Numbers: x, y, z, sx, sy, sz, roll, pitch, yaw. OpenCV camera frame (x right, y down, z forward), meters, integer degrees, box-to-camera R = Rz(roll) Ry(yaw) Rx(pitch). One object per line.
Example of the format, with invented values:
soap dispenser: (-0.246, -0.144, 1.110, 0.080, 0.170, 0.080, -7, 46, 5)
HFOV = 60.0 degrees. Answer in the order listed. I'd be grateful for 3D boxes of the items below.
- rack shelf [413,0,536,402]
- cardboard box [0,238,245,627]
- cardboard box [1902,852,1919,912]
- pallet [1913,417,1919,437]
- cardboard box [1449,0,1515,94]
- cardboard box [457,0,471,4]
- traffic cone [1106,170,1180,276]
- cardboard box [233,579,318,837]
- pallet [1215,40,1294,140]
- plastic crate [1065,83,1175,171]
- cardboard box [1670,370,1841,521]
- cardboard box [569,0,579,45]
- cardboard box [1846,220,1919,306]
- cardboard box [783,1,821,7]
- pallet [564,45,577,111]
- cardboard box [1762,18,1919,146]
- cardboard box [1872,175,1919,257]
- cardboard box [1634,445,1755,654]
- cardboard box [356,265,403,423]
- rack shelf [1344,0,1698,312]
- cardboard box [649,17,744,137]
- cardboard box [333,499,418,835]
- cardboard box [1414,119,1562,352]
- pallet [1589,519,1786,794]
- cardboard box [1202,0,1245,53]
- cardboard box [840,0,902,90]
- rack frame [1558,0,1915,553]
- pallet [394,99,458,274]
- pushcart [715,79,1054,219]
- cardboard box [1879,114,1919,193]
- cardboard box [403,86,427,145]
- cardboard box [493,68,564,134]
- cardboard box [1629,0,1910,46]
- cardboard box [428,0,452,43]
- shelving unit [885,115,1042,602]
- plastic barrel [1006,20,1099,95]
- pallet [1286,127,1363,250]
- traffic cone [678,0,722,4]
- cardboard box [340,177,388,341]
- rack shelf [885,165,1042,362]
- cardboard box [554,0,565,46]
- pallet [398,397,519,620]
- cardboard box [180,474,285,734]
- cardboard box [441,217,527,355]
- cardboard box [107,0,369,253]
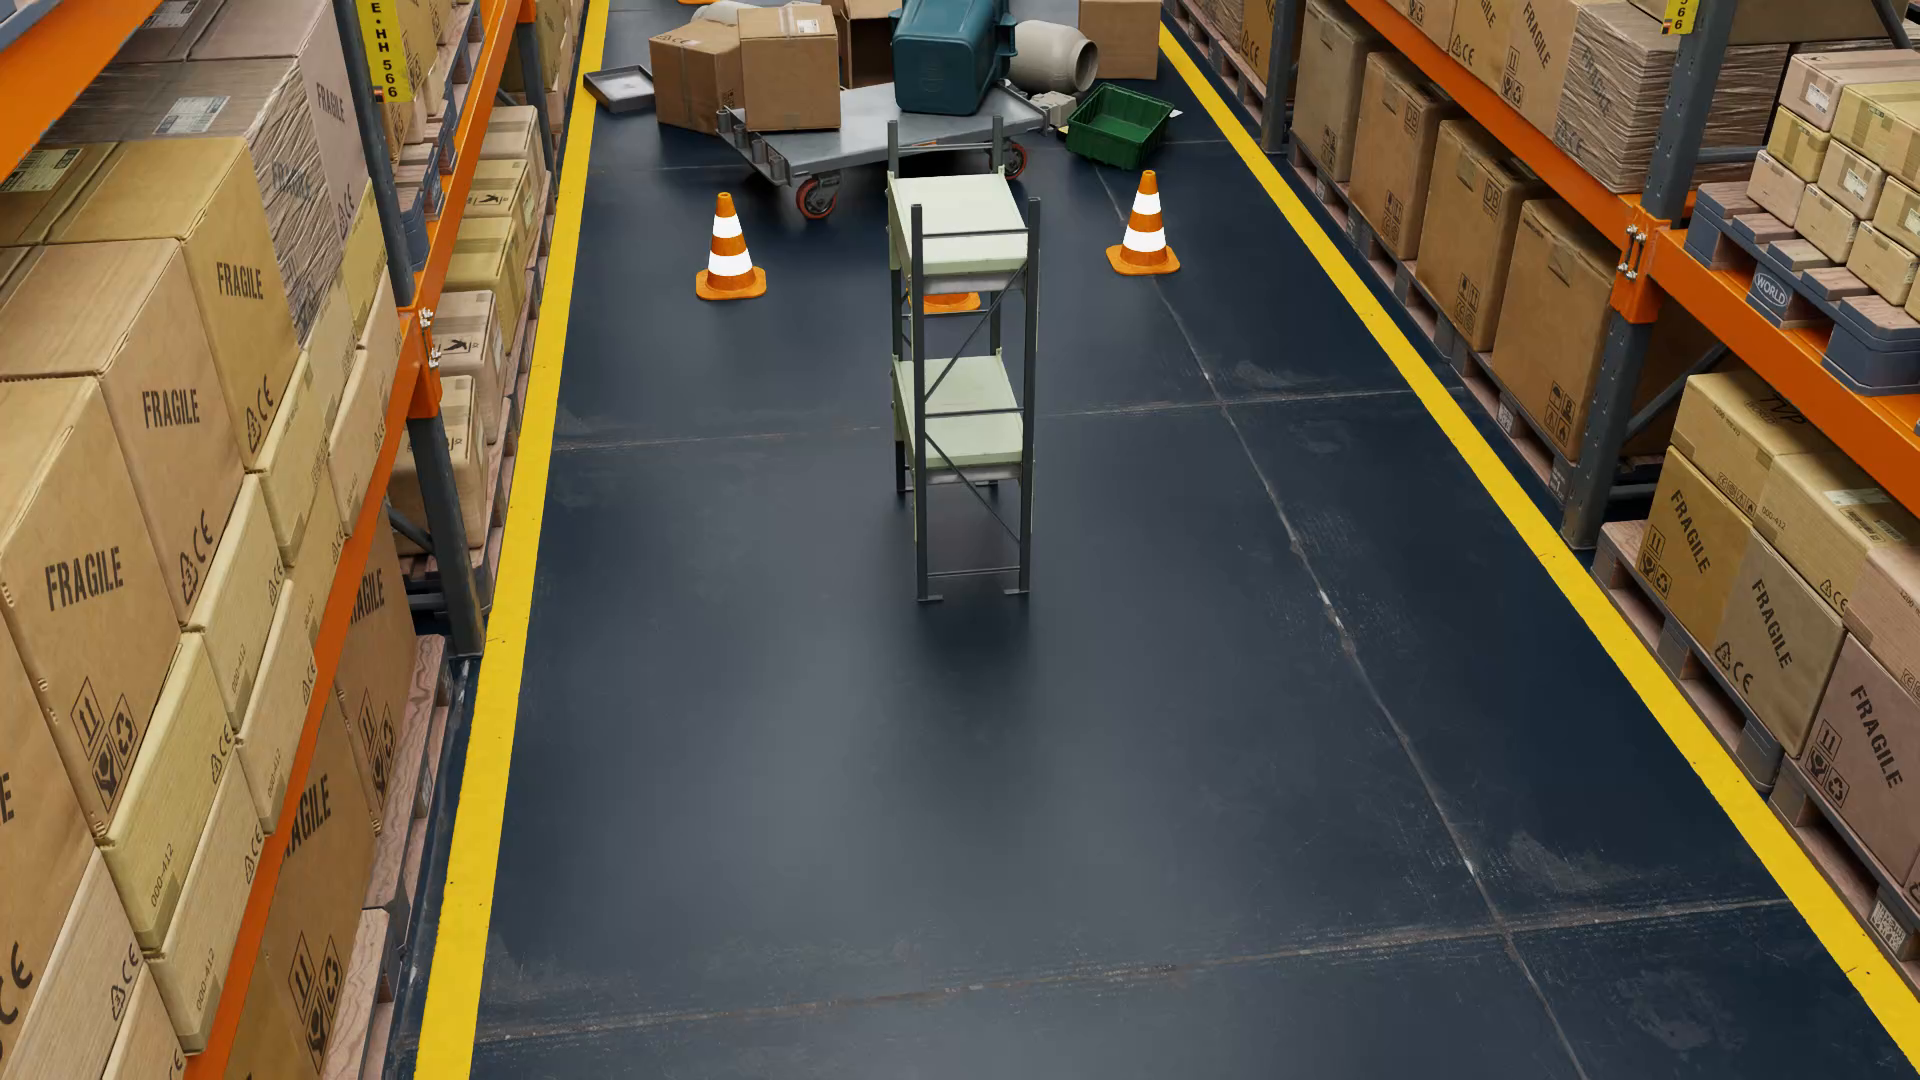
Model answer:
rack shelf: (-2.396, -1.653, 6.651, 1.077, 0.370, 4.000, -4, 35, -6)
cardboard box: (-1.600, -0.174, 2.865, 0.500, 0.500, 0.500, -5, 35, -7)
cardboard box: (2.820, 0.859, 4.172, 0.500, 0.500, 0.500, -5, 35, -7)
pallet: (3.072, -0.085, 3.881, 1.003, 0.211, 1.213, -4, 35, -6)
cardboard box: (2.305, -2.095, 6.572, 0.500, 0.500, 0.500, -5, 35, -7)
cardboard box: (-2.199, -2.300, 6.811, 0.380, 0.149, 0.250, -4, 35, -6)
traffic cone: (0.911, -1.587, 8.167, 0.336, 0.463, 0.334, -4, 35, -6)
cardboard box: (-1.569, 0.339, 3.222, 0.500, 0.250, 0.500, -5, 35, -7)
pallet: (2.202, -2.776, 10.136, 1.003, 0.211, 1.213, -4, 35, -6)
plastic crate: (0.905, -2.357, 9.491, 0.450, 0.188, 0.662, 21, 39, 12)
cardboard box: (2.618, -0.313, 5.226, 0.500, 0.250, 0.500, -6, 35, -9)
cardboard box: (-2.689, -3.324, 10.533, 0.500, 0.250, 0.500, -6, 35, -8)
cardboard box: (2.698, -0.770, 4.567, 0.380, 0.149, 0.250, -3, 34, -4)
cardboard box: (-1.025, -3.542, 11.316, 0.380, 0.149, 0.250, 13, 36, 18)
pallet: (-2.957, -2.969, 10.419, 1.003, 0.211, 1.213, -4, 35, -6)
cardboard box: (2.972, -1.578, 5.813, 0.500, 0.500, 0.500, -4, 34, -6)
cardboard box: (2.709, -0.873, 4.454, 0.380, 0.149, 0.250, -5, 35, -8)
cardboard box: (2.607, 0.008, 5.422, 0.500, 0.500, 0.500, -6, 35, -8)
cardboard box: (-1.801, -0.510, 4.468, 0.500, 0.250, 0.500, -6, 35, -8)
rack shelf: (2.496, -2.084, 7.284, 1.077, 0.370, 4.000, -4, 35, -6)
cardboard box: (-1.460, -2.736, 9.818, 0.500, 0.500, 0.500, 20, 39, 26)
cardboard box: (-2.116, 0.262, 4.716, 0.875, 0.875, 0.875, -5, 35, -7)
cardboard box: (2.651, -1.344, 7.183, 1.050, 0.750, 0.750, -4, 34, -6)
pallet: (2.869, 0.323, 5.589, 1.003, 0.211, 1.213, -4, 35, -6)
cardboard box: (2.087, -3.652, 10.459, 0.875, 0.875, 0.875, -4, 34, -6)
cardboard box: (-0.324, -3.013, 10.104, 0.797, 0.637, 0.503, -4, 35, -6)
rack frame: (2.765, -1.266, 5.444, 1.000, 3.000, 0.127, -4, 35, -6)
pallet: (-2.328, -1.145, 5.436, 1.213, 0.211, 1.003, -4, 35, -6)
pushcart: (-0.412, -2.183, 9.119, 1.648, 0.377, 0.936, -16, 38, -23)
cardboard box: (2.702, -1.022, 4.407, 0.380, 0.149, 0.250, -5, 35, -7)
cardboard box: (-1.982, -1.416, 5.514, 0.380, 0.149, 0.250, -7, 35, -9)
cardboard box: (-2.476, -2.453, 9.255, 0.500, 0.250, 0.500, -6, 35, -9)
cardboard box: (2.714, -1.971, 5.502, 0.700, 0.500, 0.500, -5, 35, -7)
cardboard box: (-2.113, -2.027, 5.835, 0.500, 0.500, 0.500, -4, 34, -6)
shelving unit: (-0.001, -0.623, 5.833, 0.431, 1.500, 0.755, -4, 35, -6)
plastic barrel: (0.554, -2.950, 10.203, 0.512, 0.421, 0.421, 20, 39, 26)
pallet: (2.405, -1.921, 8.881, 1.003, 0.211, 1.213, -4, 35, -6)
traffic cone: (-1.866, -4.108, 11.867, 0.336, 0.463, 0.334, -4, 35, -6)
cardboard box: (-1.810, -0.728, 4.344, 0.500, 0.250, 0.500, -4, 35, -7)
rack shelf: (-0.001, -0.946, 5.613, 0.431, 0.370, 0.720, -4, 35, -6)
cardboard box: (-2.560, -3.061, 9.481, 0.500, 0.500, 0.500, -3, 34, -4)
pallet: (-2.230, -0.118, 6.236, 1.003, 0.211, 1.213, -4, 35, -6)
cardboard box: (-1.578, 0.132, 3.082, 0.500, 0.250, 0.500, -5, 35, -8)
cardboard box: (-2.396, -1.073, 7.121, 0.950, 0.372, 0.625, -3, 34, -5)
cardboard box: (-1.798, -1.020, 4.107, 0.500, 0.500, 0.500, -5, 35, -8)
